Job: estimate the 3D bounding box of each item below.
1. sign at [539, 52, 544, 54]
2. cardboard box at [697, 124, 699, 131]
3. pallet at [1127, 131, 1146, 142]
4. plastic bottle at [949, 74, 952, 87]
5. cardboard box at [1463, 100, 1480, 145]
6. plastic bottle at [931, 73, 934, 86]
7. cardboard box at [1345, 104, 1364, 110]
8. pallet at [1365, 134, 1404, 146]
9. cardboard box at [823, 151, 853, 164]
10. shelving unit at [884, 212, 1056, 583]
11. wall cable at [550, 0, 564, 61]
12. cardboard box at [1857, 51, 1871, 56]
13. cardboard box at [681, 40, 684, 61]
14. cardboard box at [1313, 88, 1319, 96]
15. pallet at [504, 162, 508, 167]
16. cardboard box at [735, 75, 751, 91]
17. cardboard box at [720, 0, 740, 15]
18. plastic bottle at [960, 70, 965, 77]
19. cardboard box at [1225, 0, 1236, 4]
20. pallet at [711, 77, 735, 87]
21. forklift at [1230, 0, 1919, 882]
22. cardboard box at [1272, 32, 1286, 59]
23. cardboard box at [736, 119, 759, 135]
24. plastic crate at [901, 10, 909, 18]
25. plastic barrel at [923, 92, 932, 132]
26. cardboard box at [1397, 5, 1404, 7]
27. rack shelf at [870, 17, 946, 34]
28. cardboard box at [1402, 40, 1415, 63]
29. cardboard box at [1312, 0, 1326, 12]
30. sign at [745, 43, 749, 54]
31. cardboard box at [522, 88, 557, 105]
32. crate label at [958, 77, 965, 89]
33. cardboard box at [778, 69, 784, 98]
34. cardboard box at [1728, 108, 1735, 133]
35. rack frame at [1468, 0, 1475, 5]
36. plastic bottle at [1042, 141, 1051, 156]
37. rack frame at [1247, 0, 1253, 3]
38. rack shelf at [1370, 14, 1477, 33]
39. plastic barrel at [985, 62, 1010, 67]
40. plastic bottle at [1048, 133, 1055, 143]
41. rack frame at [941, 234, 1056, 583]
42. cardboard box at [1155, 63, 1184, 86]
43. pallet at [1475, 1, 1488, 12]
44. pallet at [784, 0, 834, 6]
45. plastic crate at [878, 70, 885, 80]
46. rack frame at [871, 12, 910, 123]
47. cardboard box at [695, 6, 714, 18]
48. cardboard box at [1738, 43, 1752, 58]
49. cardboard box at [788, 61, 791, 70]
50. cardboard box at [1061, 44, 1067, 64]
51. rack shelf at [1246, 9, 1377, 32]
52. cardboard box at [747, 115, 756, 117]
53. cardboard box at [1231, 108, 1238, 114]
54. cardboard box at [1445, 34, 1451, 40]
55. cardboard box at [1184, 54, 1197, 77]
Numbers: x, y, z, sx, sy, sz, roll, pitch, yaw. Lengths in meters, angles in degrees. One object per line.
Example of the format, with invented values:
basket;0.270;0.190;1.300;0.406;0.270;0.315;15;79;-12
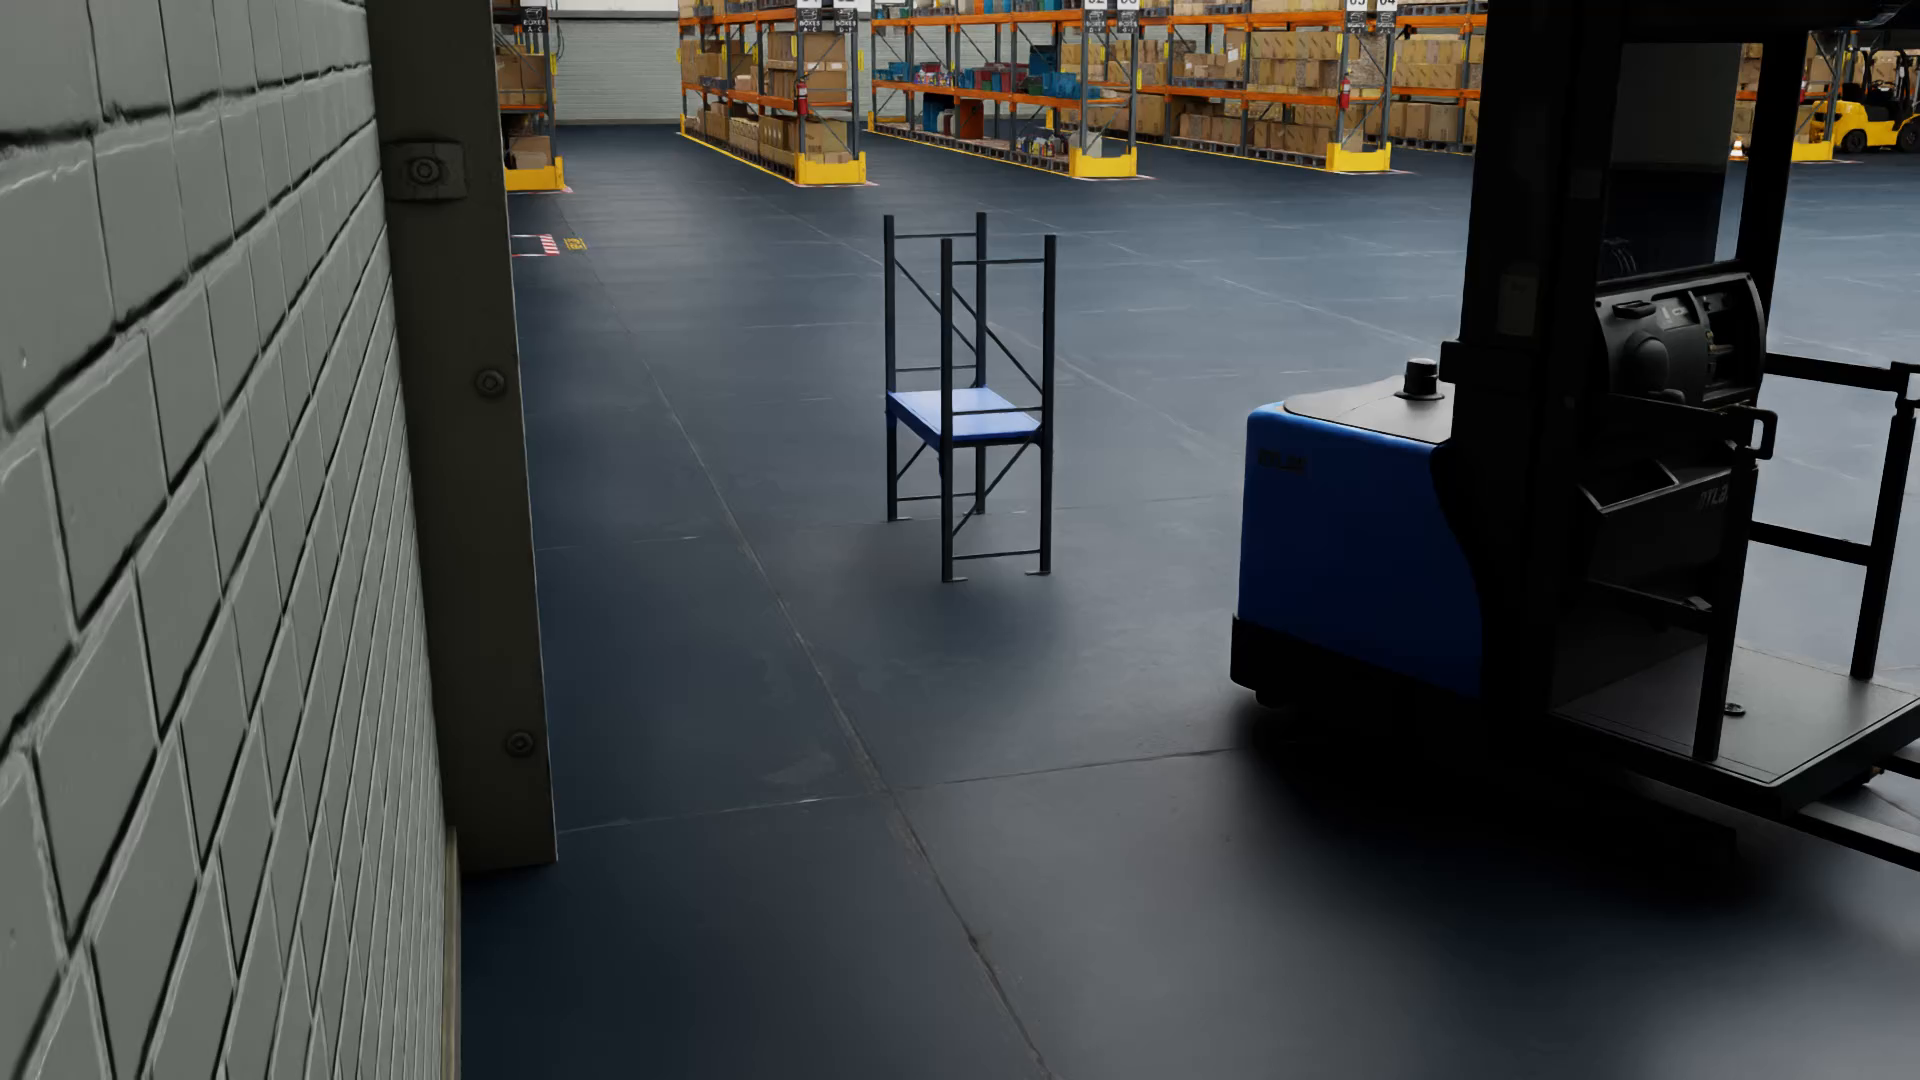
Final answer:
sign;-7.524;-8.623;29.941;0.100;0.325;0.005;-5;17;-15
cardboard box;-6.070;-9.849;39.716;0.380;0.149;0.250;-5;17;-15
pallet;4.669;-9.670;39.779;1.003;0.211;1.213;-5;17;-15
plastic bottle;-0.202;-10.140;36.696;0.061;0.283;0.133;-5;17;-15
cardboard box;11.146;-8.707;34.687;0.875;0.875;0.875;-4;17;-14
plastic bottle;-0.605;-10.559;38.112;0.097;0.271;0.097;0;17;0
cardboard box;9.502;-10.341;39.475;0.500;0.250;0.500;-5;17;-17
pallet;10.086;-9.250;38.378;1.003;0.211;1.213;-5;17;-15
cardboard box;-2.116;-6.500;28.427;0.500;0.250;0.500;-5;17;-15
shelving unit;0.023;-0.695;7.658;0.538;1.500;1.048;-5;17;-15
wall cable;-12.552;-14.462;45.852;3.097;2.526;0.112;-5;17;-15
cardboard box;20.346;-10.905;37.223;0.380;0.149;0.250;-4;17;-14
cardboard box;-6.711;-12.259;41.637;0.500;0.500;0.500;-4;17;-14
cardboard box;6.826;-8.379;31.069;0.380;0.149;0.250;-5;17;-15
pallet;-7.825;-6.645;29.708;1.003;0.211;1.213;-5;17;-15
cardboard box;-4.322;-9.358;34.045;0.500;0.311;0.500;-5;17;-16
cardboard box;-4.533;-11.265;34.854;0.910;0.500;0.500;-5;17;-15
plastic bottle;0.044;-10.554;37.959;0.144;0.351;0.185;-5;17;-15
cardboard box;5.950;-11.424;34.647;0.797;0.503;0.637;-4;17;-13
pallet;-4.920;-10.109;36.724;1.003;0.211;1.213;-5;17;-15
forklift;2.302;-0.596;4.842;1.130;2.935;3.031;-13;21;-37
cardboard box;6.399;-9.587;32.224;0.500;0.500;0.500;-5;17;-15
cardboard box;-4.229;-8.362;33.650;0.500;0.311;0.500;-5;17;-17
plastic crate;-1.124;-12.588;39.800;0.450;0.188;0.662;-5;17;-15
plastic barrel;-0.584;-10.204;39.626;0.600;0.901;0.708;-5;17;-15
cardboard box;10.041;-12.473;38.873;0.500;0.500;0.500;-5;17;-15
rack shelf;-1.266;-12.805;41.404;1.077;0.370;4.000;-5;17;-15
cardboard box;10.339;-10.929;37.211;0.700;0.500;0.500;-5;17;-16
cardboard box;6.827;-9.848;30.570;0.500;0.250;0.500;-5;17;-15
sign;-4.948;-11.369;38.573;0.100;0.325;0.005;-5;17;-15
cardboard box;-6.773;-7.155;26.784;0.500;0.250;0.500;-5;17;-17
crate label;0.138;-9.827;35.744;0.303;0.233;0.416;-5;17;-15
cardboard box;-2.869;-8.198;29.855;0.700;0.500;0.500;-4;17;-14
cardboard box;16.122;-8.744;34.595;0.500;0.500;0.500;-5;17;-17
rack frame;11.041;-12.576;34.176;1.000;3.000;0.127;-5;17;-15
plastic bottle;1.612;-7.292;30.984;0.152;0.276;0.135;-5;17;-15
rack frame;6.244;-12.212;32.964;1.000;3.000;0.127;-5;17;-15
rack shelf;10.491;-11.348;36.553;1.077;0.370;4.000;-5;17;-15
plastic barrel;0.801;-10.014;35.840;0.600;0.536;0.708;-5;17;-15
plastic bottle;1.797;-7.722;32.286;0.144;0.351;0.185;-5;17;-15
rack frame;0.163;-0.554;7.190;0.500;1.500;0.032;-5;17;-15
cardboard box;4.771;-10.610;37.885;0.500;0.500;0.500;-4;17;-14
pallet;11.256;-10.870;33.865;1.003;0.211;1.213;-5;17;-15
pallet;-2.352;-9.042;27.779;1.003;0.211;1.213;-5;17;-15
plastic crate;-1.884;-11.938;42.669;0.416;0.233;0.300;-5;17;-15
rack frame;-1.816;-12.266;43.574;1.000;3.000;0.127;-5;17;-15
cardboard box;-5.870;-12.248;38.558;0.500;0.250;0.500;-5;17;-15
cardboard box;16.151;-10.082;33.874;0.700;0.500;0.500;-5;17;-16
cardboard box;-2.754;-8.185;28.684;0.380;0.149;0.250;-4;17;-14
cardboard box;2.956;-12.795;43.775;0.500;0.500;0.500;-5;17;-17
rack shelf;6.794;-9.877;31.657;1.077;0.370;4.000;-5;17;-15
cardboard box;-4.381;-8.969;36.178;0.500;0.500;0.500;-5;18;-17
cardboard box;7.661;-11.755;45.580;0.380;0.149;0.250;-5;17;-16
cardboard box;13.156;-13.384;44.254;0.380;0.149;0.250;-5;17;-15
cardboard box;5.332;-10.548;36.949;0.500;0.500;0.500;-7;18;-22
